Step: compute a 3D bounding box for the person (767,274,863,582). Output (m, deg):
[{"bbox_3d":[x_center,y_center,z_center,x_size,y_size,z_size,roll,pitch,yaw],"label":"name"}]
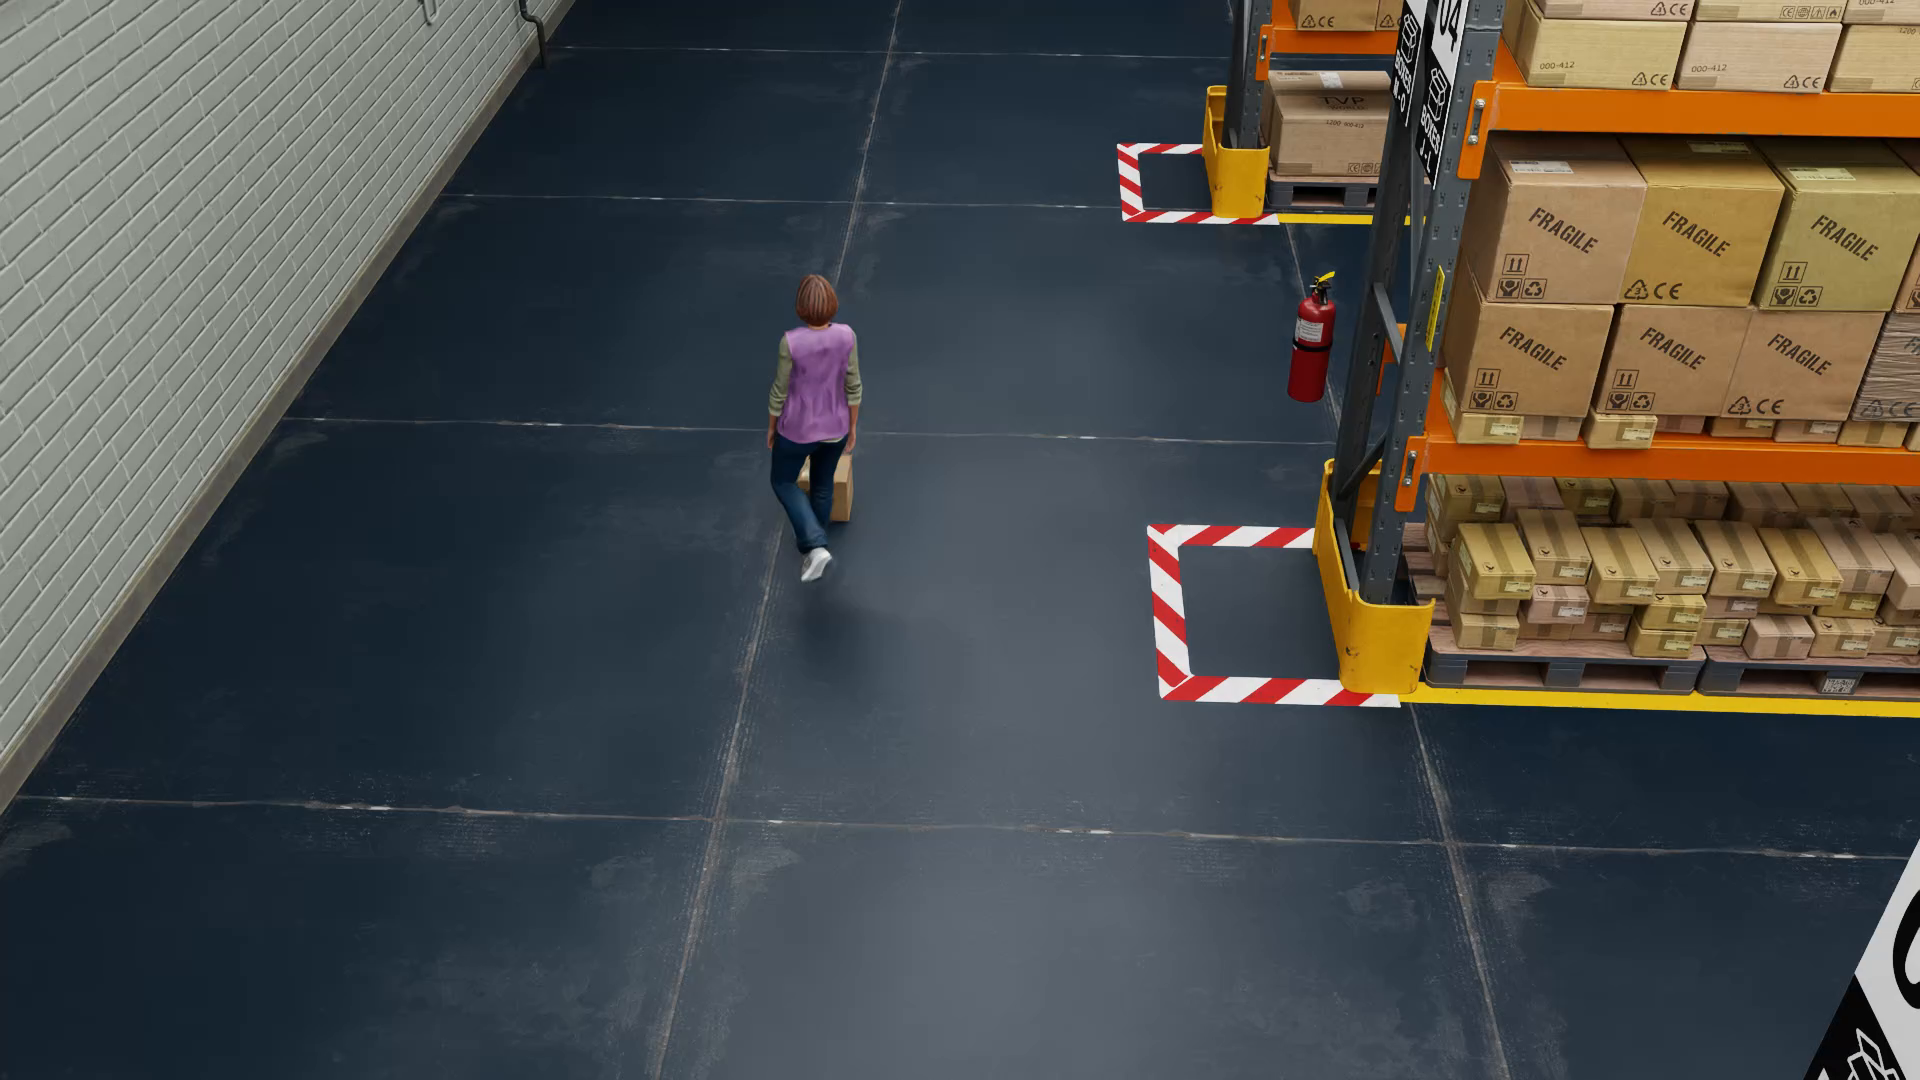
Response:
[{"bbox_3d":[-0.666,-0.499,7.797,0.447,1.592,0.654,-14,39,-19],"label":"person"}]
